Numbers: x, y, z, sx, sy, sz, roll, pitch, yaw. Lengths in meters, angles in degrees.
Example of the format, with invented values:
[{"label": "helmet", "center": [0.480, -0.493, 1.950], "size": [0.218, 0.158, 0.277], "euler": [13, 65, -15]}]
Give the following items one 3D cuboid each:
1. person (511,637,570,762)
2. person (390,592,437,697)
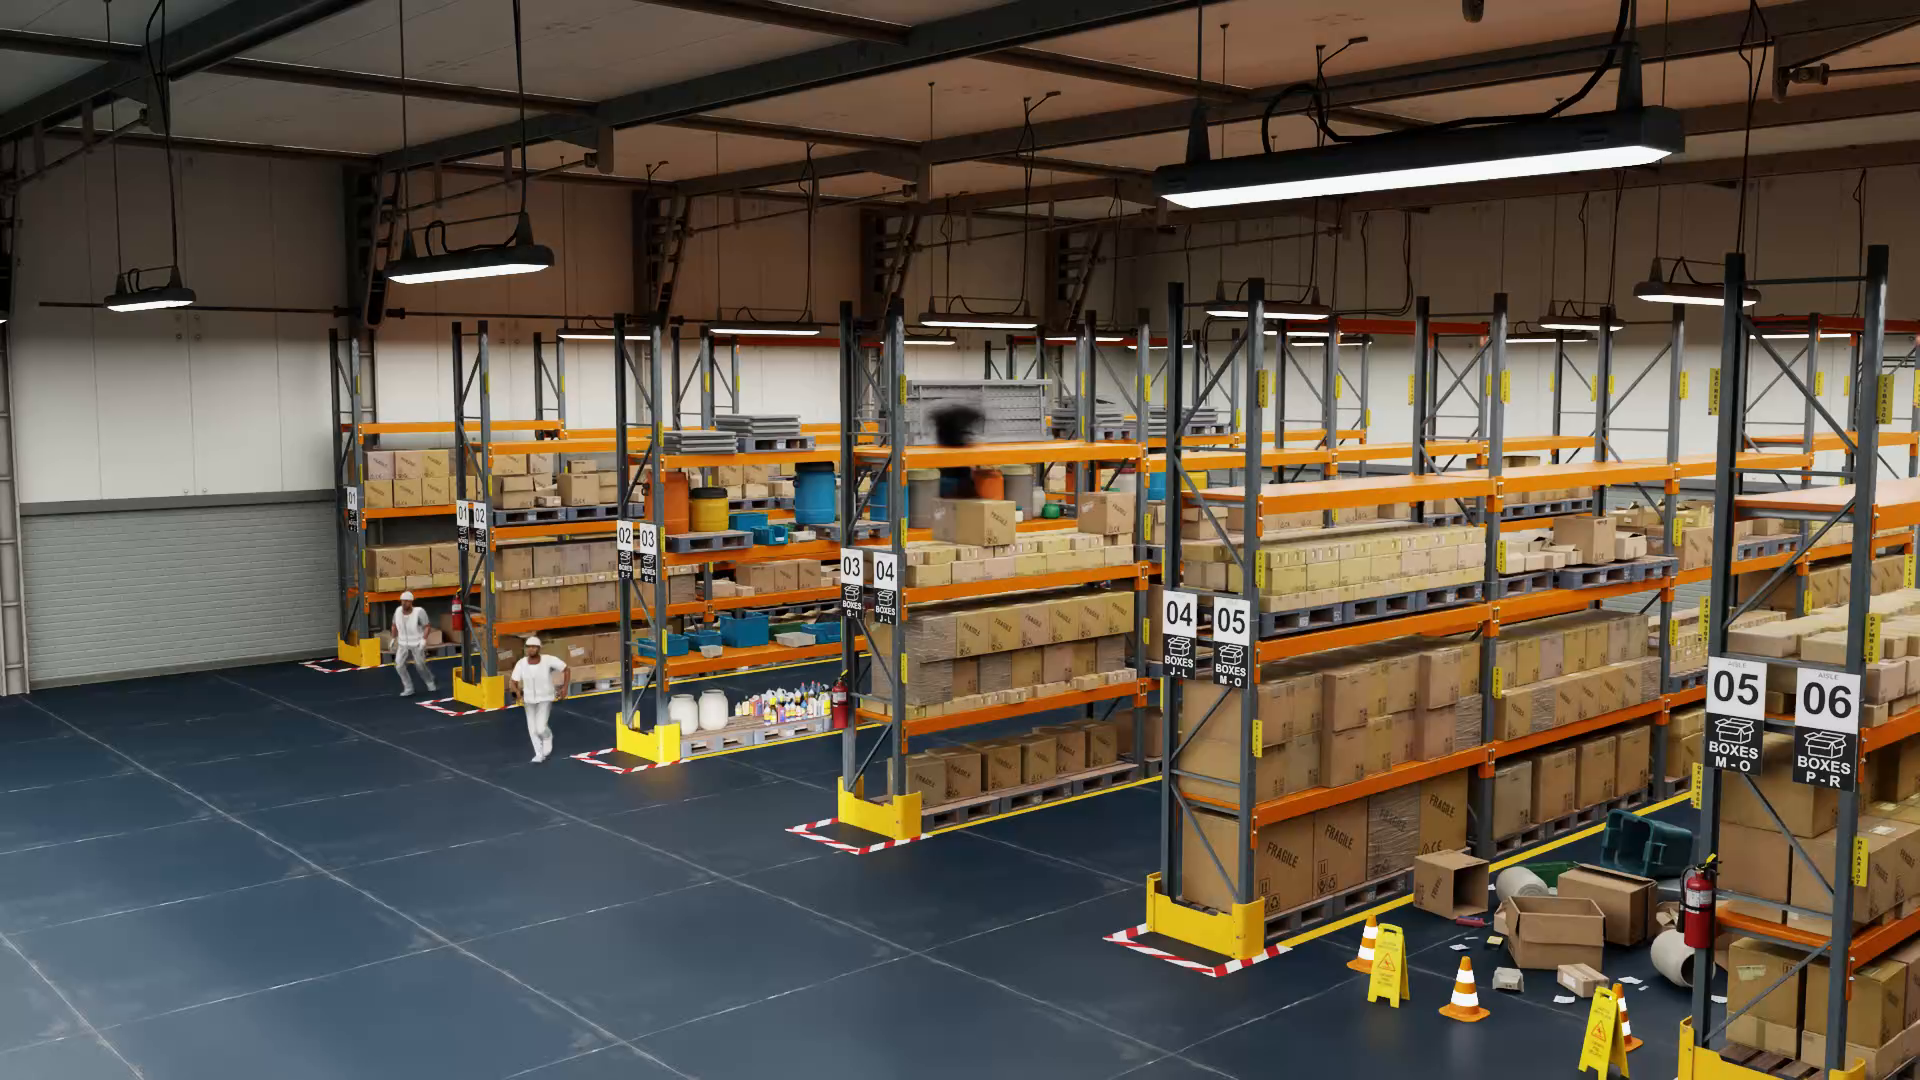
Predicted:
[{"label": "person", "center": [-5.587, 2.129, 22.014], "size": [0.721, 1.712, 0.700], "euler": [1, 6, 7]}, {"label": "person", "center": [-8.849, 1.658, 26.907], "size": [0.667, 1.706, 0.714], "euler": [0, 6, 4]}]
